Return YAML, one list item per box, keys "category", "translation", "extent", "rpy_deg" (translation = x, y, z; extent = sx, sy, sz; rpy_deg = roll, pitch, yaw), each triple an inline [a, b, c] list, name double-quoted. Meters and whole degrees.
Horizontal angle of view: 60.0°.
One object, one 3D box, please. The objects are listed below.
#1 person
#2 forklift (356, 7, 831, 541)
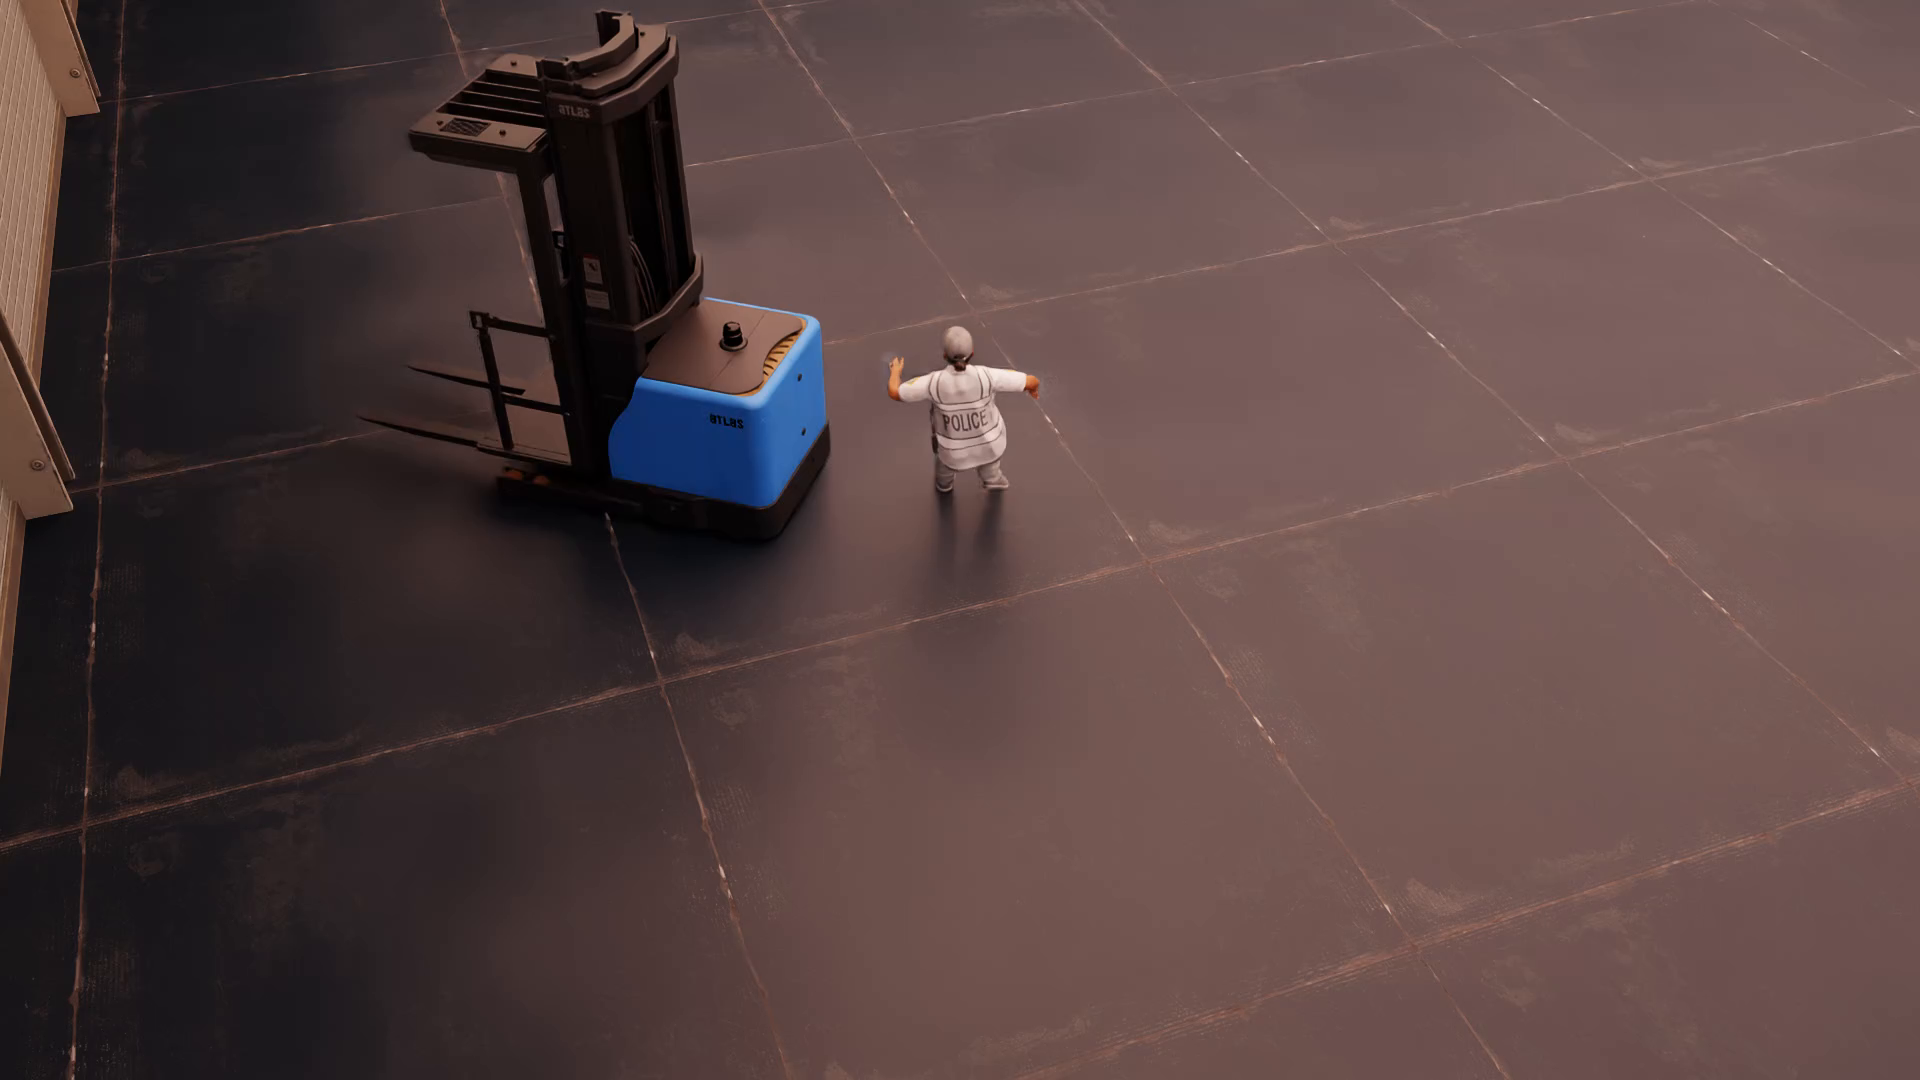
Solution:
- category: "person"
  translation: [0.012, -0.788, 10.092]
  extent: [0.912, 1.429, 0.824]
  rpy_deg: [-8, 41, -10]
- category: "forklift"
  translation: [-2.420, -1.675, 9.991]
  extent: [3.031, 2.935, 1.130]
  rpy_deg: [12, 41, 14]
